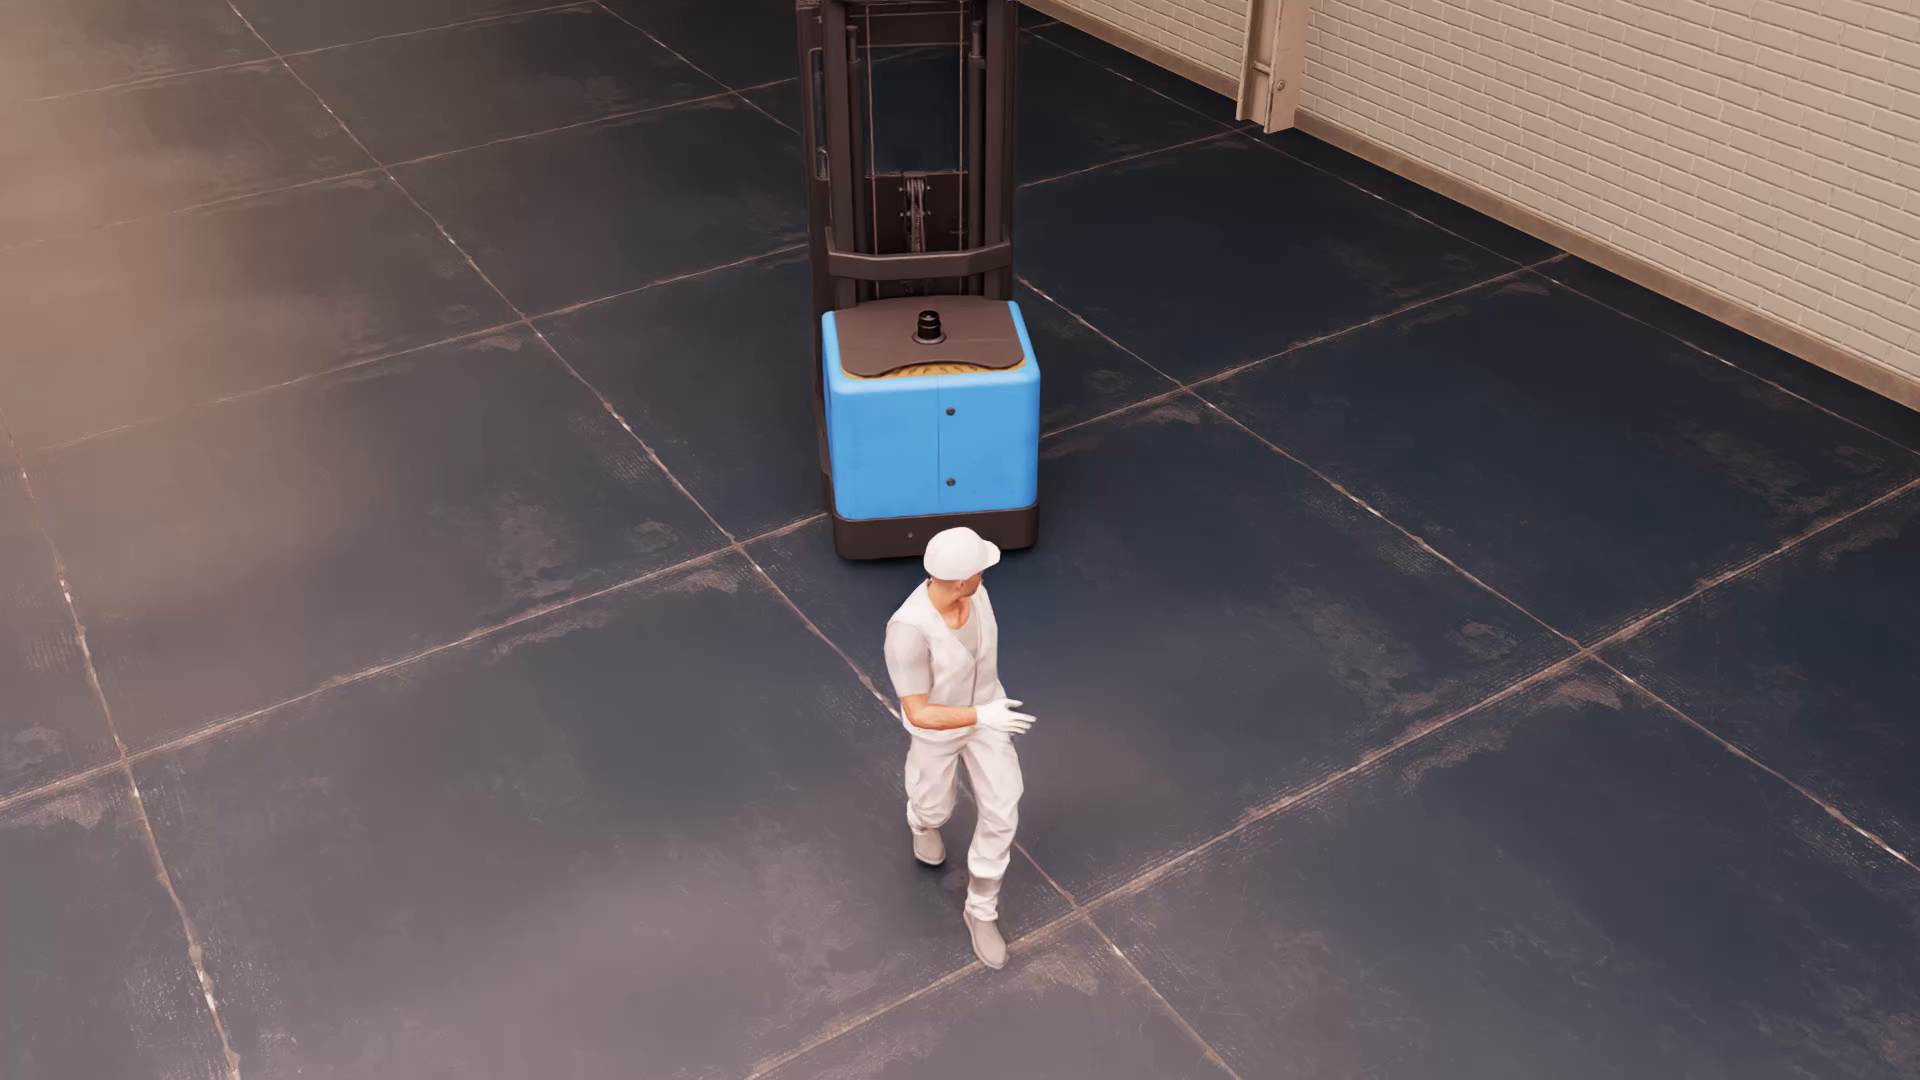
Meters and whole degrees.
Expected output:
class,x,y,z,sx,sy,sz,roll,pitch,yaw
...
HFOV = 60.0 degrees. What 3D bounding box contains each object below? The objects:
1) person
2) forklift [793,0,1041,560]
class,x,y,z,sx,sy,sz,roll,pitch,yaw
person,-0.024,0.685,6.255,0.560,1.713,0.986,-16,38,-21
forklift,-0.289,-1.933,8.899,1.130,2.935,3.031,-4,35,-6
